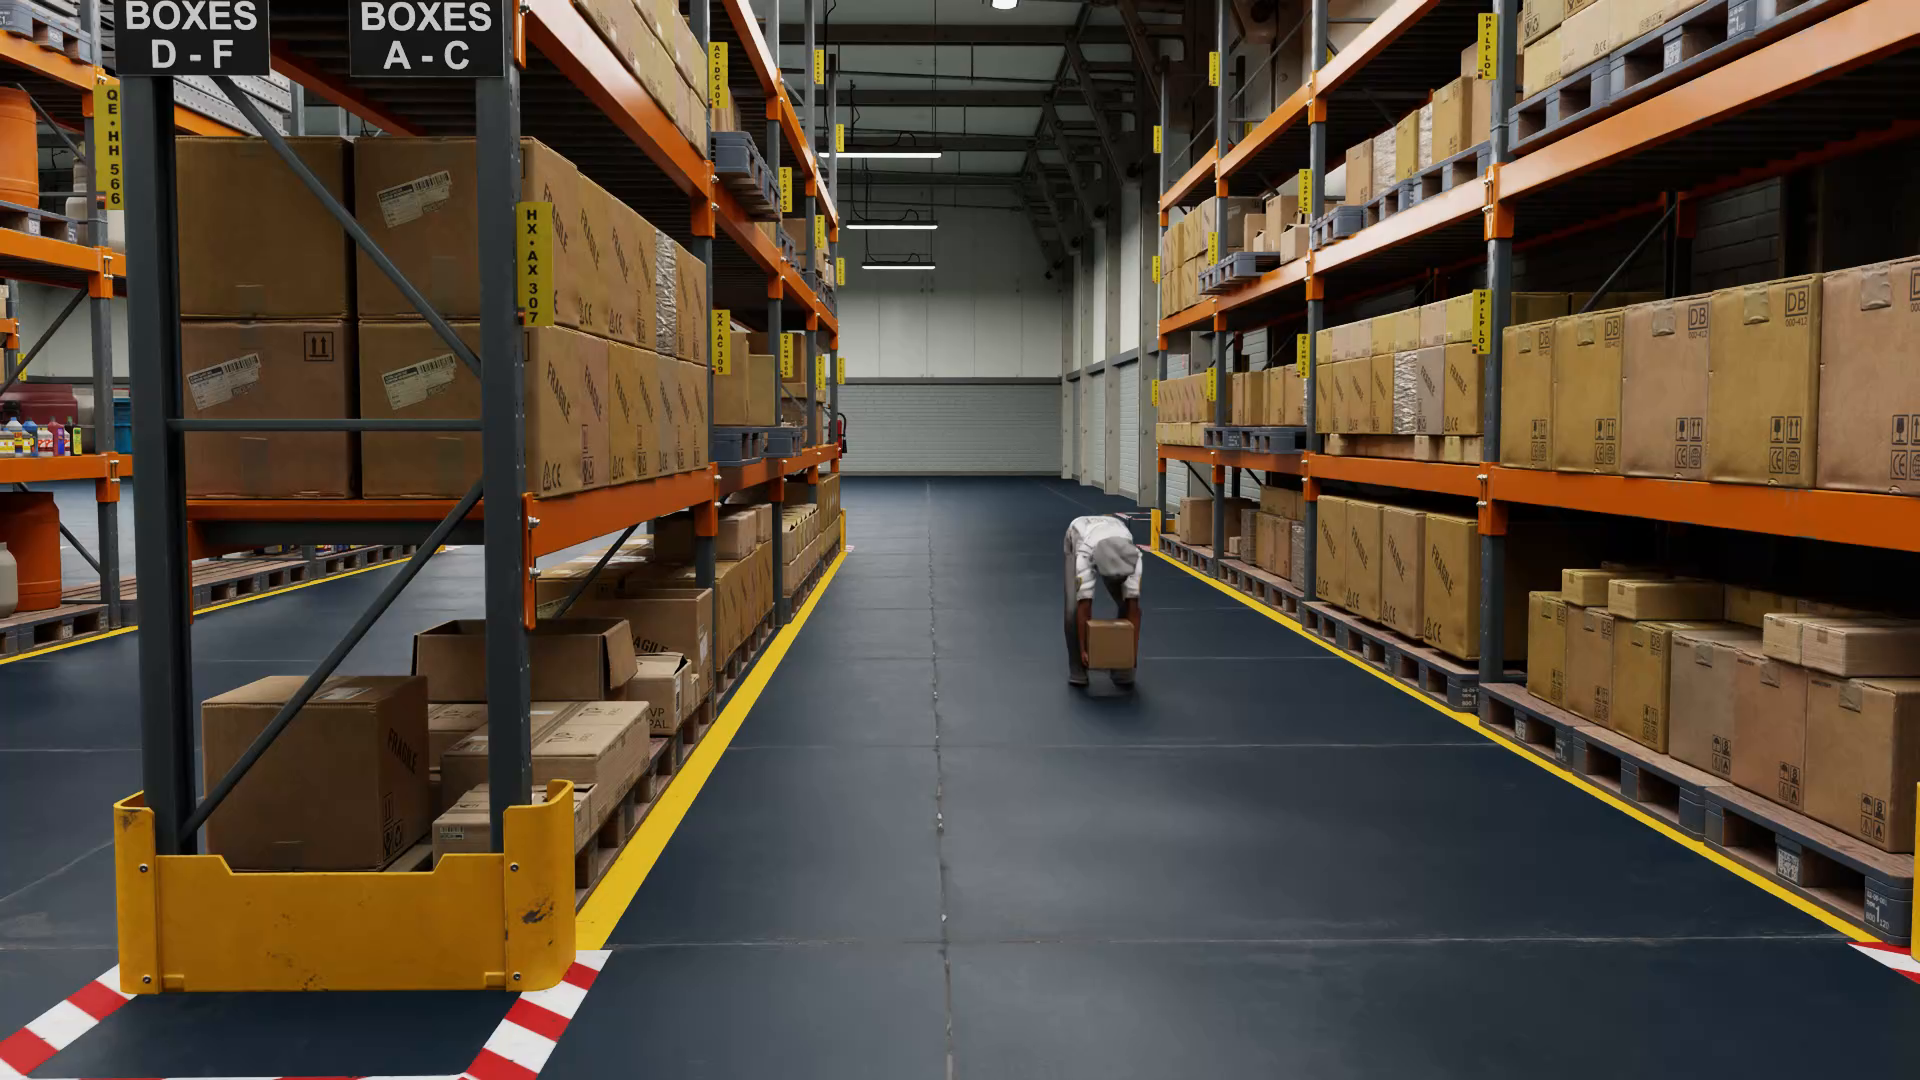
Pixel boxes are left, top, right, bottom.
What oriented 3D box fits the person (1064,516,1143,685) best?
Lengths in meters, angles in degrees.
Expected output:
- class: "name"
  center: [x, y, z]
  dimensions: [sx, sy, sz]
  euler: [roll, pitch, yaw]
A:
- class: "person"
  center: [0.840, 0.366, 9.618]
  dimensions: [0.449, 0.987, 0.927]
  euler: [0, 4, -4]
